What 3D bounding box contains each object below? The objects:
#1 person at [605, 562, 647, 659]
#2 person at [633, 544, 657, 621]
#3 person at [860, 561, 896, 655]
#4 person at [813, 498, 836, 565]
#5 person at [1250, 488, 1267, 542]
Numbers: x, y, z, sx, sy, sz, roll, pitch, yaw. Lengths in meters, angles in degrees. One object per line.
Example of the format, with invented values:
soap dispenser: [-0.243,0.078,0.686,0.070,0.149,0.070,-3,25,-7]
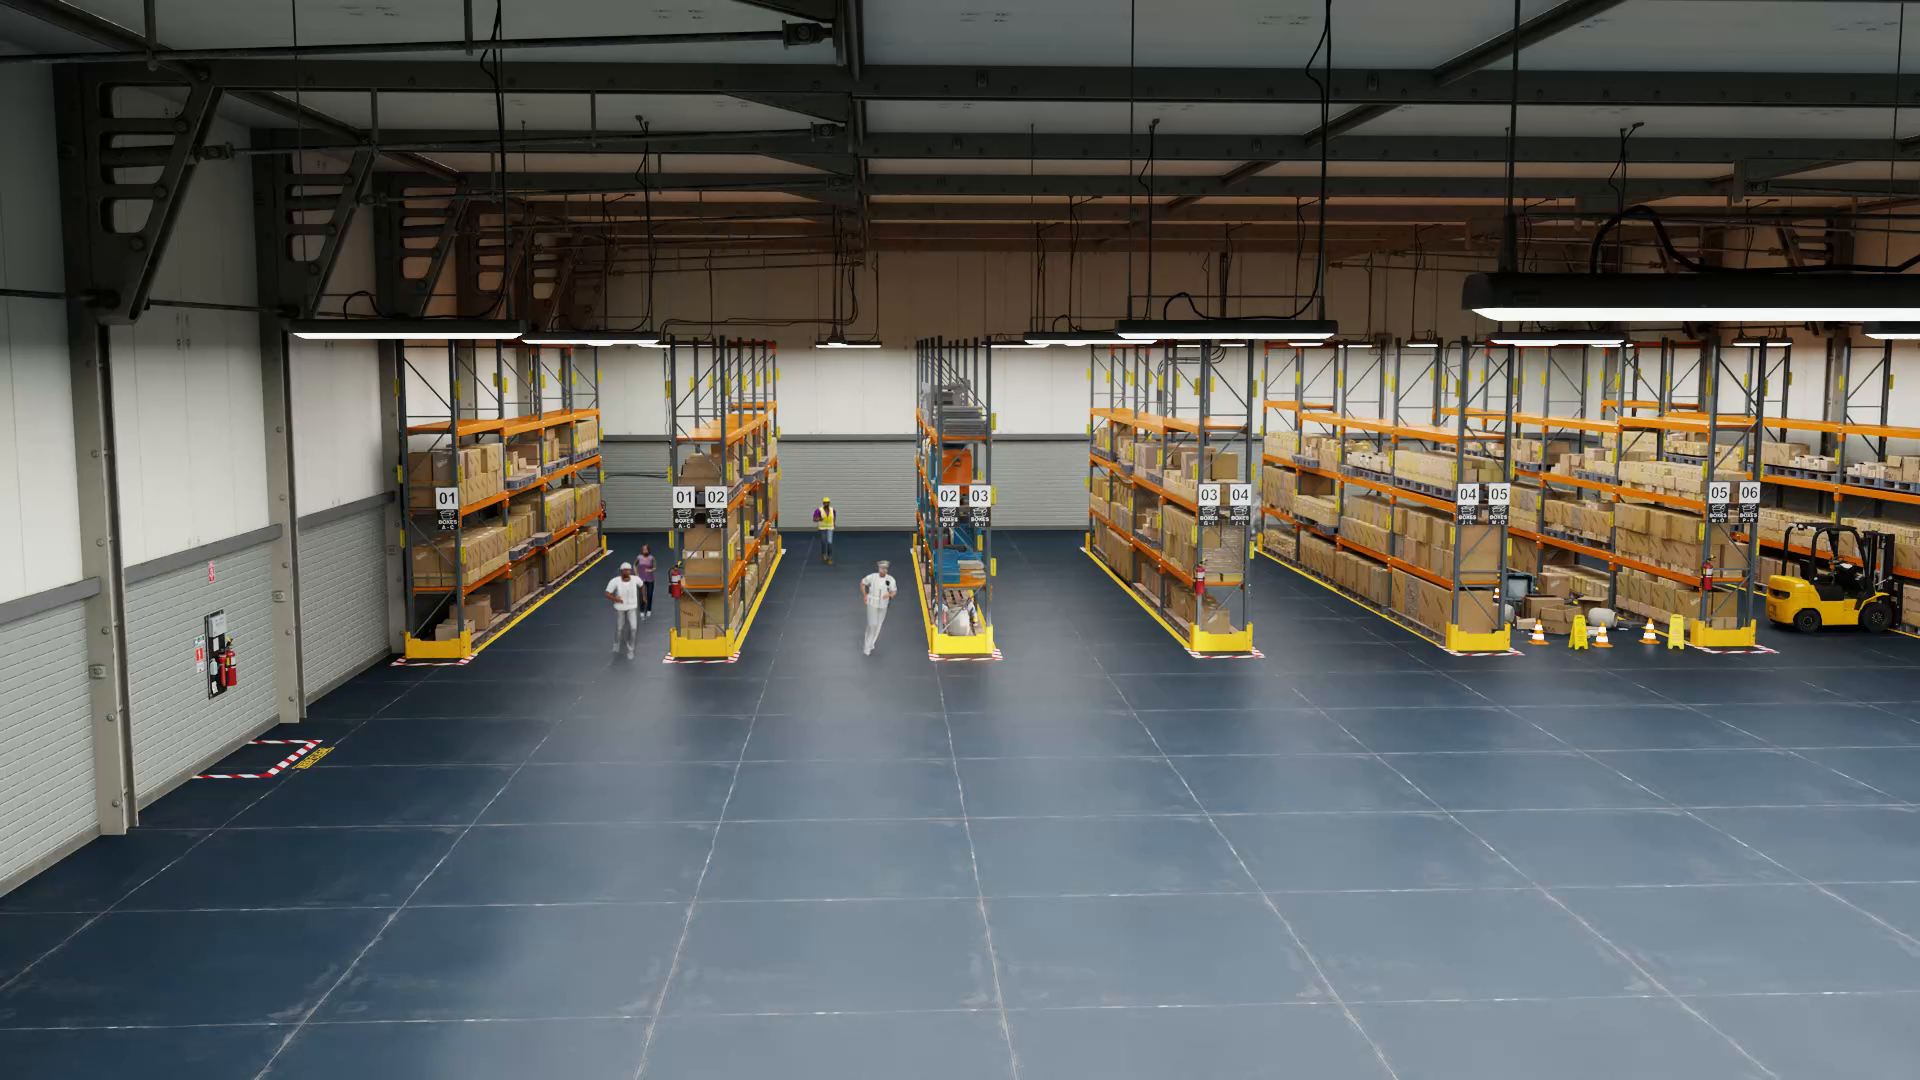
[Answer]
person: [-6.268,1.319,31.215,0.792,1.836,0.711,-3,7,-21]
person: [-6.713,0.902,35.489,0.503,1.617,0.682,-1,7,-11]
person: [-1.553,1.279,31.709,0.678,1.801,0.711,-2,7,-15]
person: [-3.645,-0.241,44.867,0.664,1.827,0.806,-1,7,-12]
person: [8.907,-0.715,49.053,0.725,1.776,0.709,-1,7,-12]
